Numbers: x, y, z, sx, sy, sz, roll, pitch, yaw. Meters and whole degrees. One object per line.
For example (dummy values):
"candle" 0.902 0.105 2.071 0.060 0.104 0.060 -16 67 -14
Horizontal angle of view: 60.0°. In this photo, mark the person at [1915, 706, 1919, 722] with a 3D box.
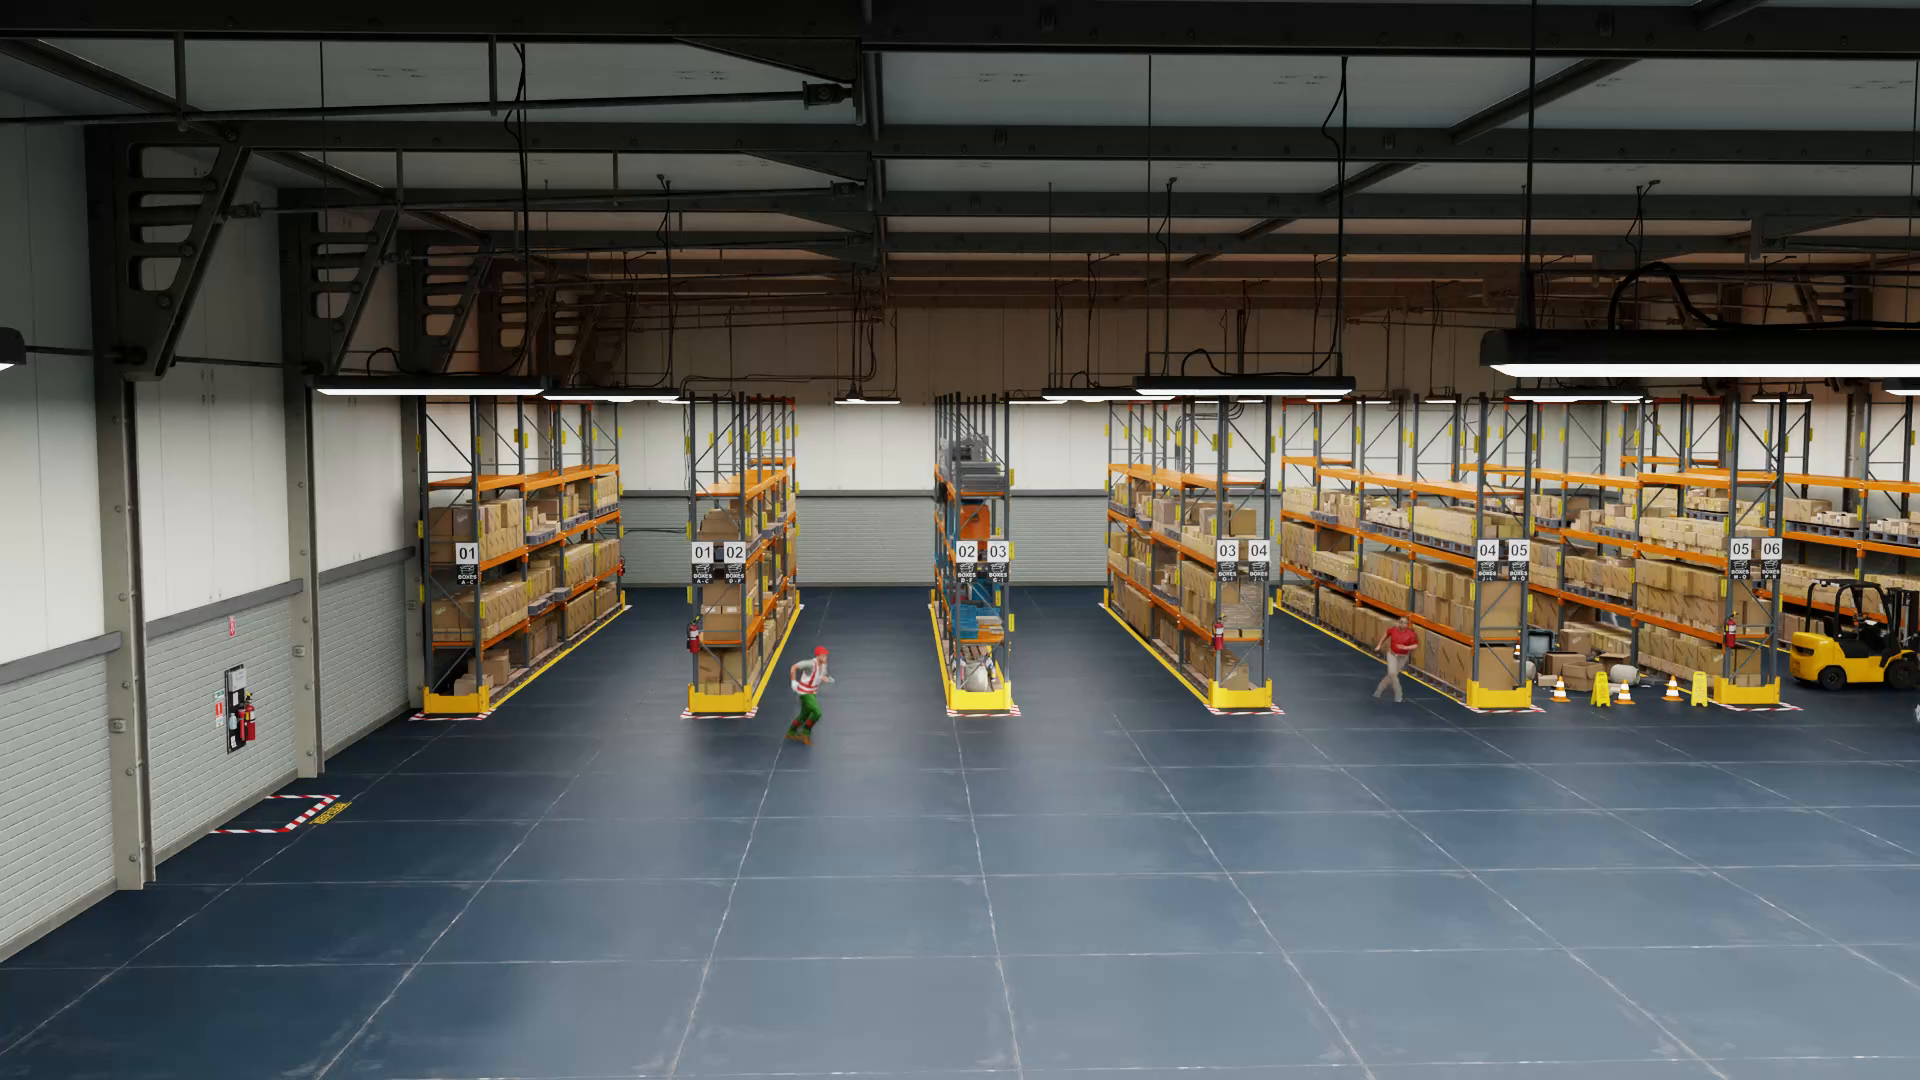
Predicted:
"person" 17.176 2.528 29.155 0.652 1.735 0.686 -2 5 -20

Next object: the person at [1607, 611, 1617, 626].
"person" 16.662 1.481 43.007 0.561 1.616 0.950 -1 5 -12

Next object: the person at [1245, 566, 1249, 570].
"person" 8.594 1.013 48.565 0.674 1.720 0.569 -2 5 -28

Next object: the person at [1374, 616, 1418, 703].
"person" 8.493 2.300 32.401 0.793 1.667 0.725 1 5 8

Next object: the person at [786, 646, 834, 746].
"person" -2.560 2.642 28.152 0.913 1.727 0.682 2 5 26
